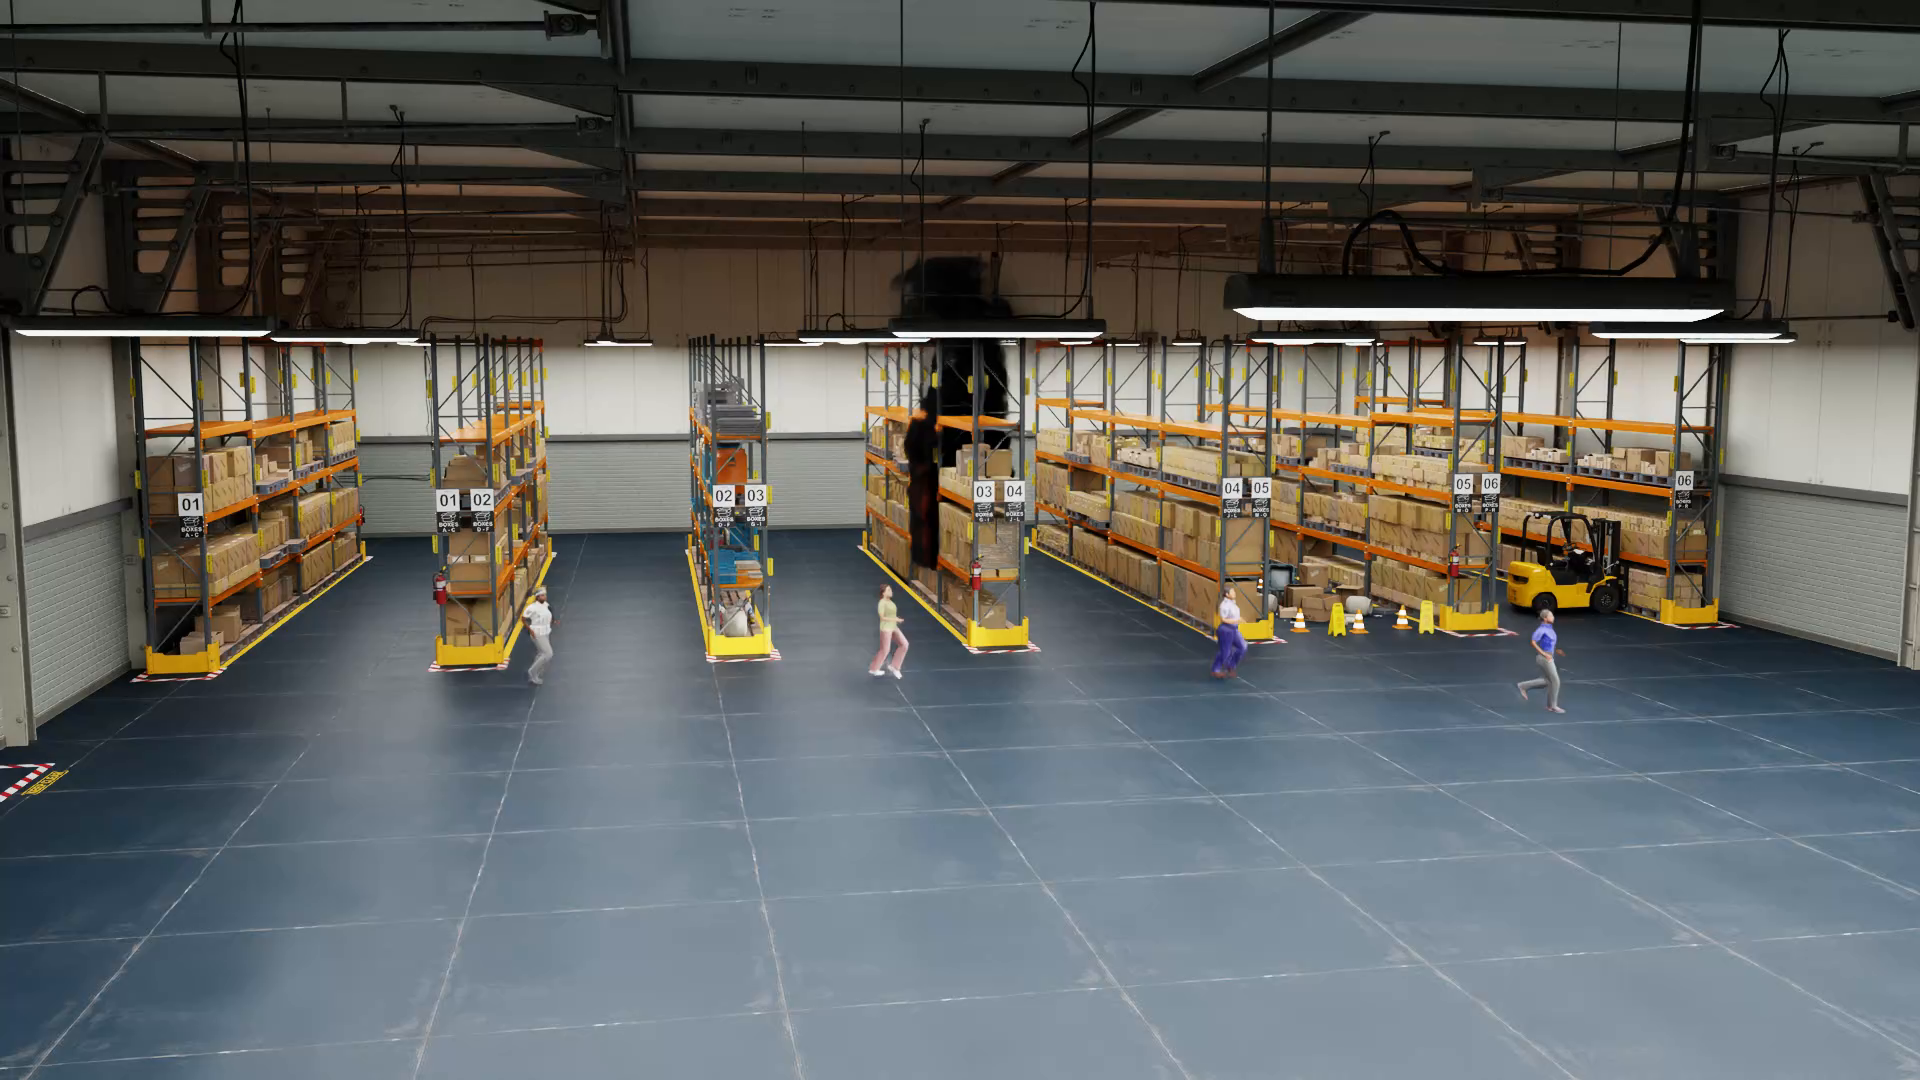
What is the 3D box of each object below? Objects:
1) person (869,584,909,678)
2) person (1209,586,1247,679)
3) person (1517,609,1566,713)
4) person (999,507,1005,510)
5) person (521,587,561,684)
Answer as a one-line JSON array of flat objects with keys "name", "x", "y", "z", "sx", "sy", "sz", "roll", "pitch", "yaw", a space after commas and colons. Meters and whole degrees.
[{"name": "person", "x": -1.267, "y": 1.592, "z": 29.057, "sx": 0.692, "sy": 1.675, "sz": 0.581, "roll": 3, "pitch": 7, "yaw": 23}, {"name": "person", "x": 4.680, "y": 1.621, "z": 28.864, "sx": 0.685, "sy": 1.662, "sz": 0.580, "roll": 4, "pitch": 8, "yaw": 32}, {"name": "person", "x": 9.241, "y": 1.912, "z": 26.402, "sx": 0.760, "sy": 1.643, "sz": 0.577, "roll": 4, "pitch": 8, "yaw": 29}, {"name": "person", "x": 1.024, "y": -0.600, "z": 48.099, "sx": 0.591, "sy": 1.665, "sz": 0.857, "roll": -1, "pitch": 7, "yaw": -10}, {"name": "person", "x": -7.152, "y": 1.627, "z": 28.524, "sx": 0.624, "sy": 1.675, "sz": 0.555, "roll": 2, "pitch": 7, "yaw": 19}]
